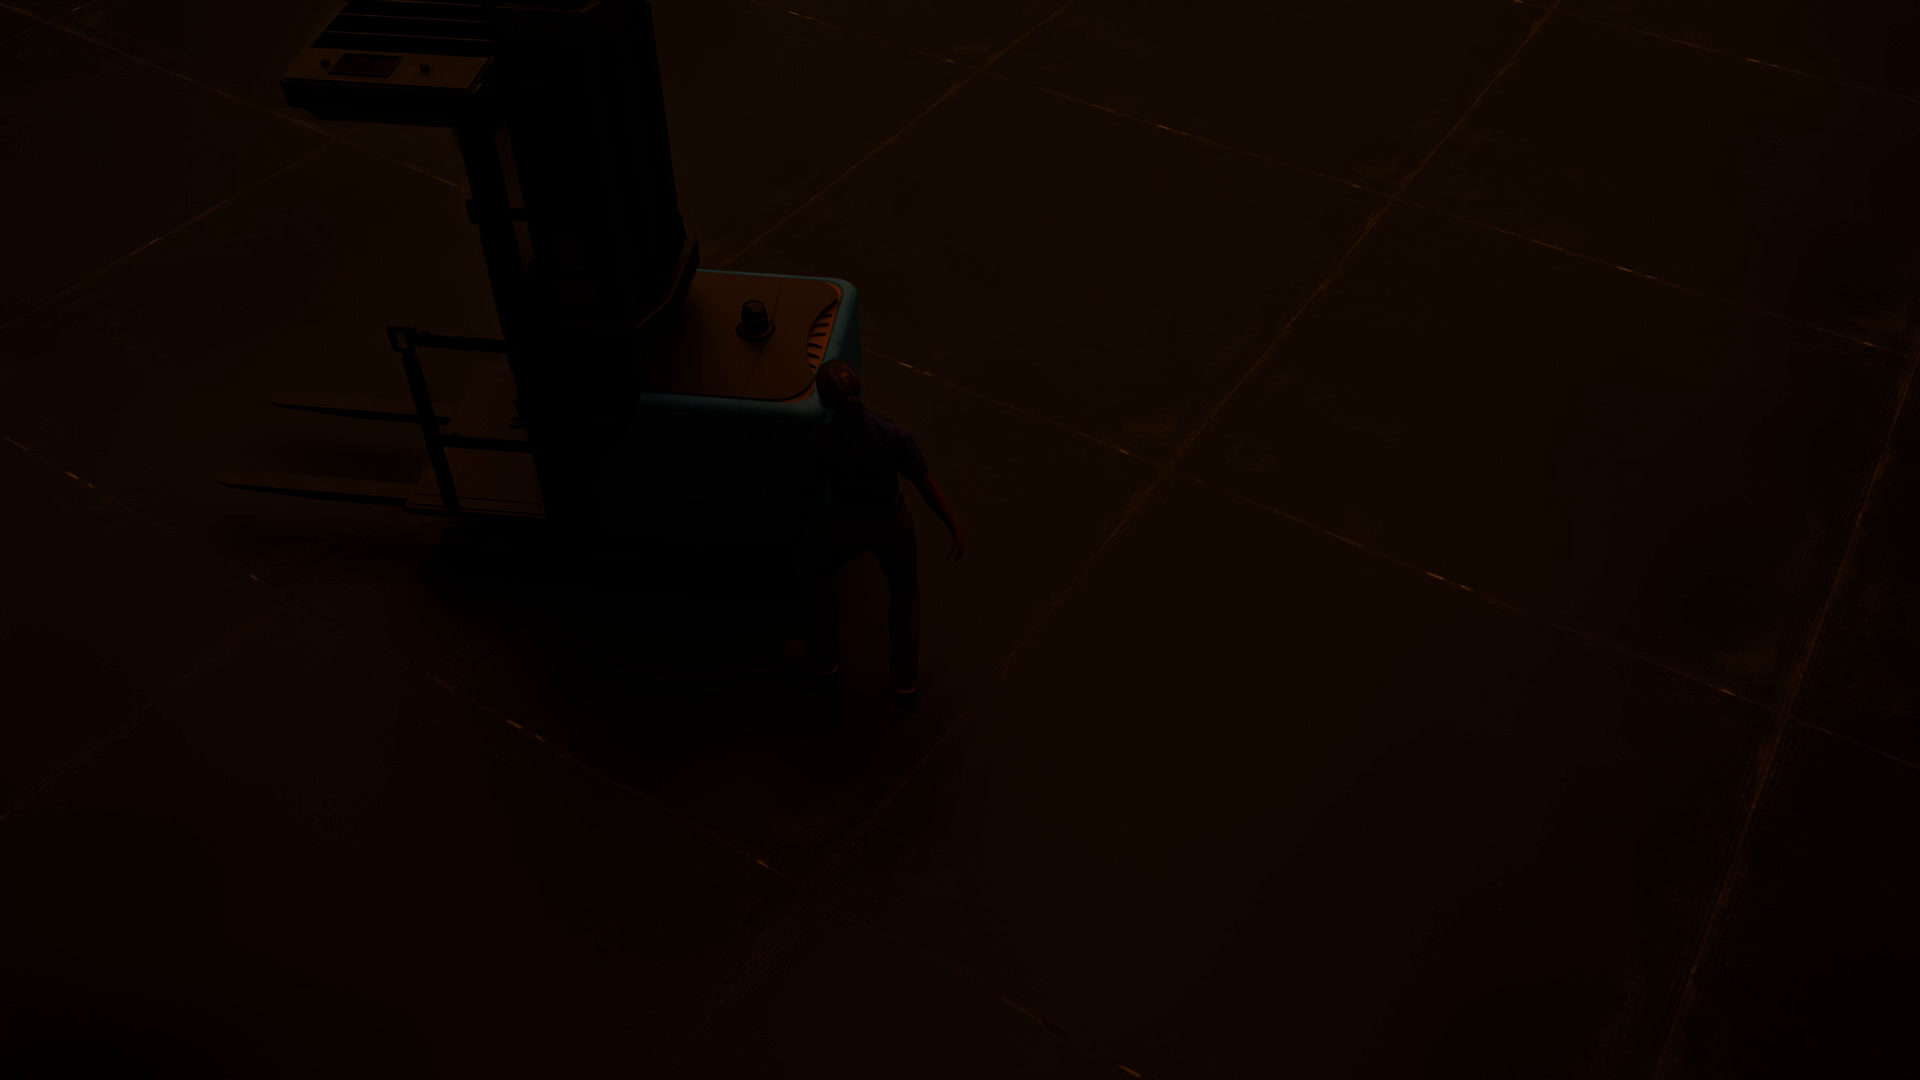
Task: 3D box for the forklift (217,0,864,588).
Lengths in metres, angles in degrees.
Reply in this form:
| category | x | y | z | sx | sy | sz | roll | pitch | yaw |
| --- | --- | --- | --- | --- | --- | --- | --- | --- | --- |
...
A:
| category | x | y | z | sx | sy | sz | roll | pitch | yaw |
| --- | --- | --- | --- | --- | --- | --- | --- | --- | --- |
| forklift | -2.012 | -1.286 | 7.205 | 3.031 | 2.935 | 1.130 | 5 | 44 | 5 |

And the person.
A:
| category | x | y | z | sx | sy | sz | roll | pitch | yaw |
| --- | --- | --- | --- | --- | --- | --- | --- | --- | --- |
| person | -0.386 | -0.011 | 6.866 | 0.815 | 1.634 | 0.446 | 0 | 43 | 0 |
